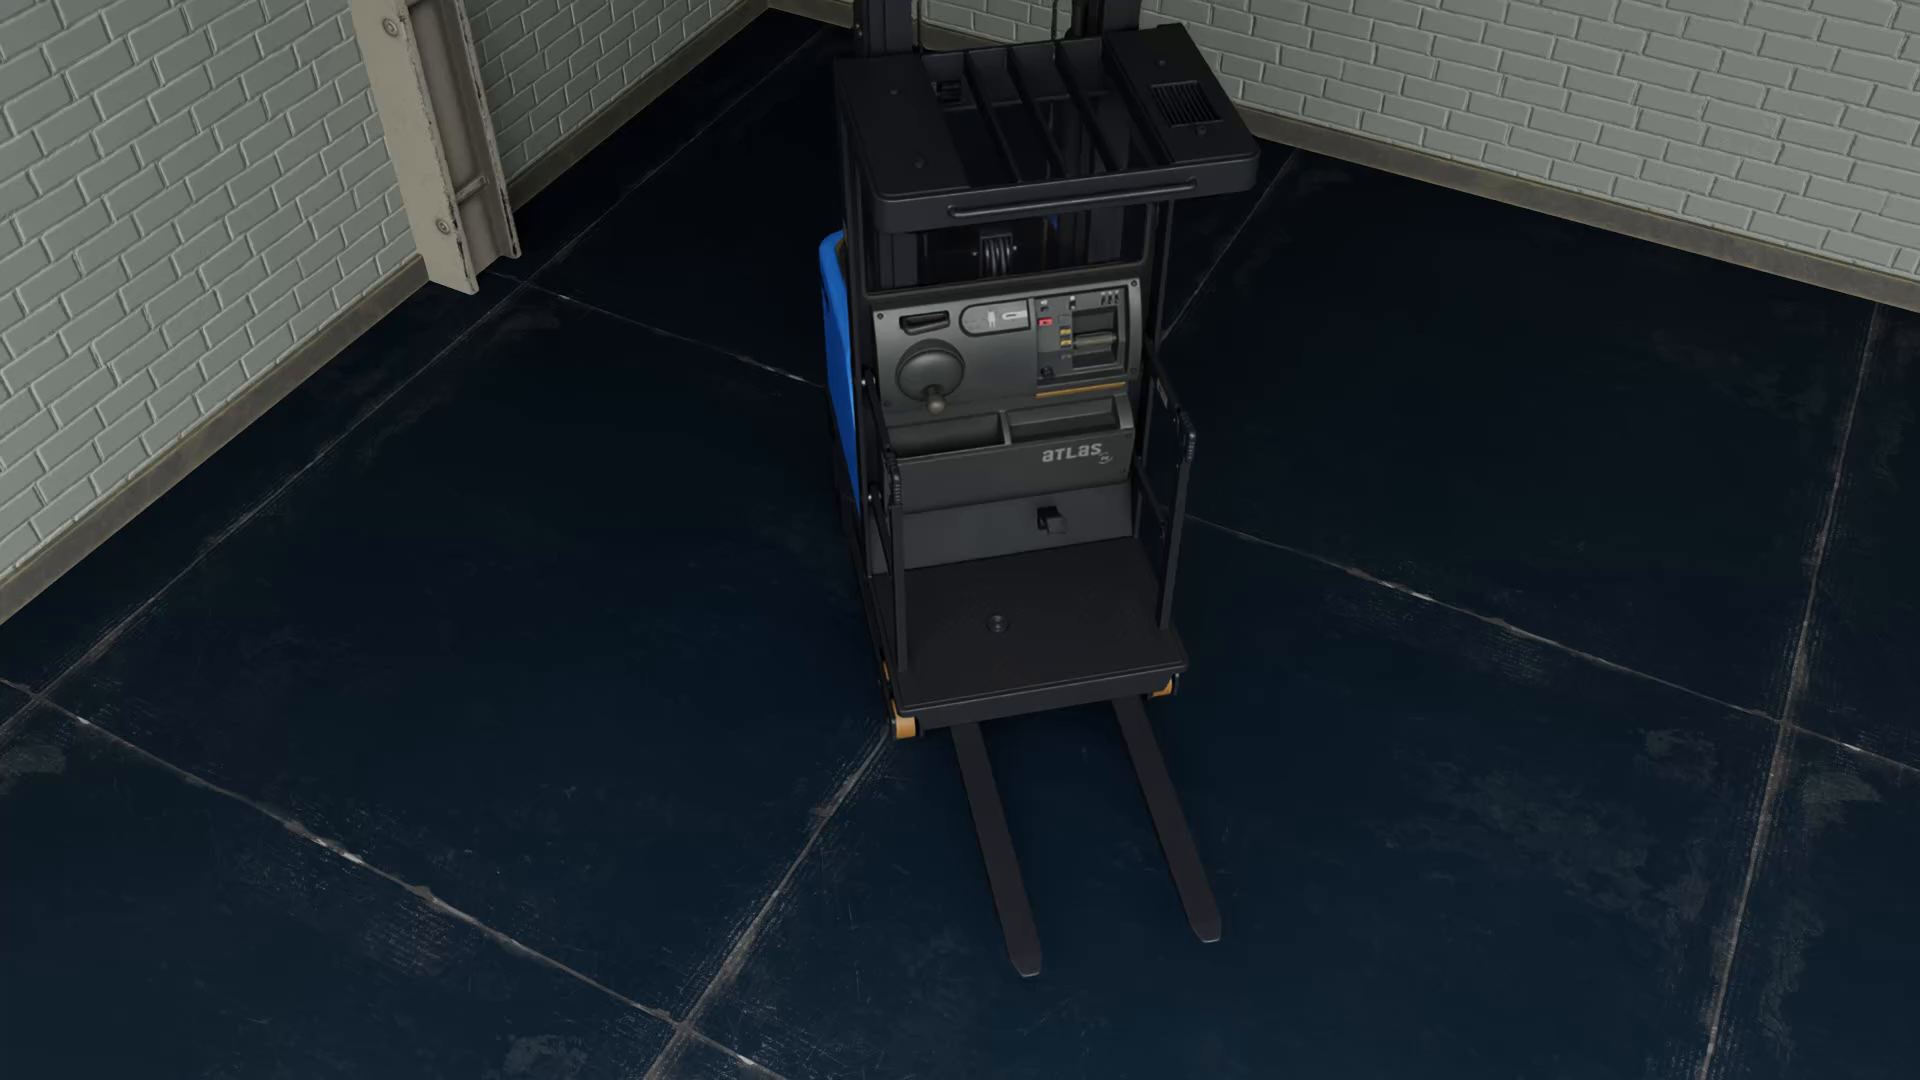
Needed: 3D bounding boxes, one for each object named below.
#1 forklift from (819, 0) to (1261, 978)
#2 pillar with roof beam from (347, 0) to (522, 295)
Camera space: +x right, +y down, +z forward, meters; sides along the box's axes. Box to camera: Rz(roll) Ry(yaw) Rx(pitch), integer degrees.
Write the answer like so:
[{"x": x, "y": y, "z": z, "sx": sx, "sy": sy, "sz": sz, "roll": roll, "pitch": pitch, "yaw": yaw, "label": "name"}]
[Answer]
[{"x": 0.215, "y": -0.575, "z": 5.537, "sx": 1.130, "sy": 2.935, "sz": 3.031, "roll": -8, "pitch": 46, "yaw": -8, "label": "forklift"}, {"x": 1.357, "y": -3.128, "z": 3.794, "sx": 9.100, "sy": 9.000, "sz": 0.400, "roll": 20, "pitch": 49, "yaw": 19, "label": "pillar with roof beam"}]
